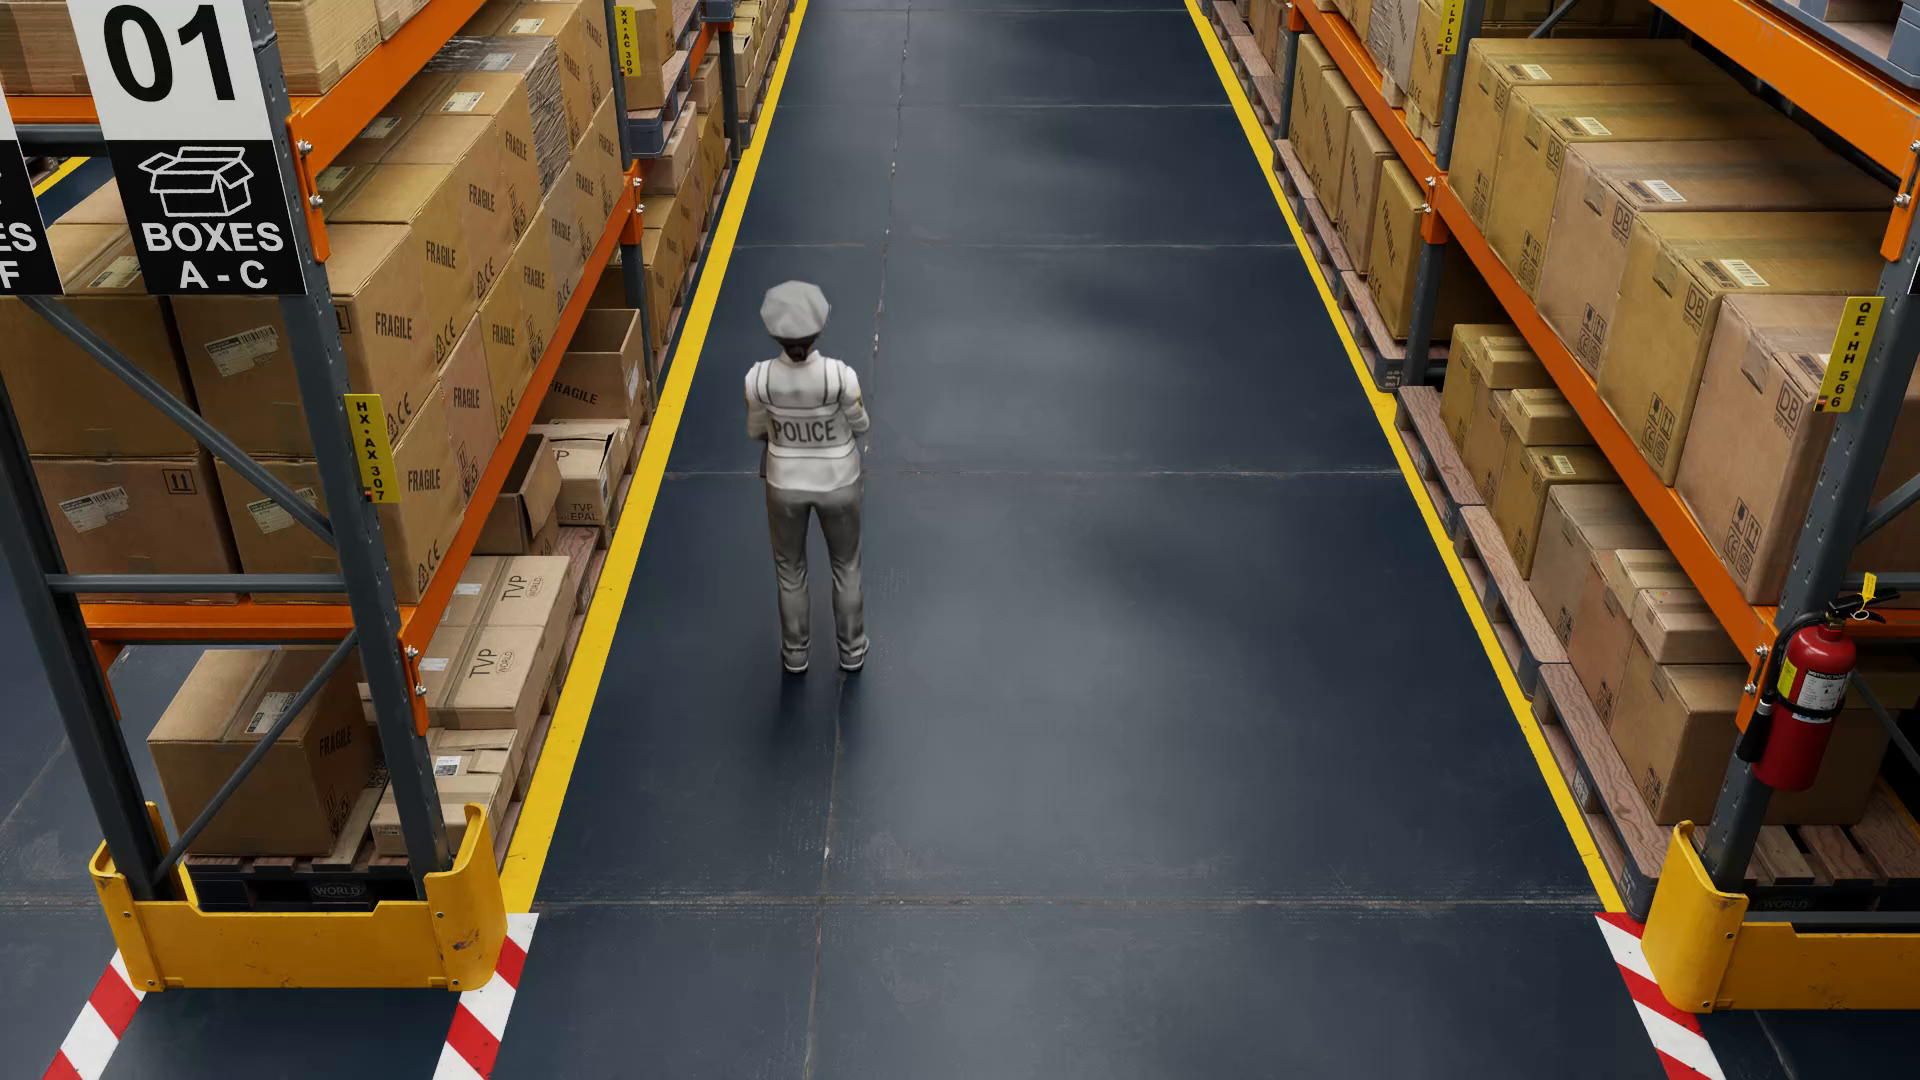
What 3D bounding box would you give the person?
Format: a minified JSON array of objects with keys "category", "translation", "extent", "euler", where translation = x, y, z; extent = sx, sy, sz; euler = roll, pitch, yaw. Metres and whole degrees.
[{"category":"person","translation":[-0.582,-0.256,6.519],"extent":[0.466,1.693,0.554],"euler":[0,32,0]}]
